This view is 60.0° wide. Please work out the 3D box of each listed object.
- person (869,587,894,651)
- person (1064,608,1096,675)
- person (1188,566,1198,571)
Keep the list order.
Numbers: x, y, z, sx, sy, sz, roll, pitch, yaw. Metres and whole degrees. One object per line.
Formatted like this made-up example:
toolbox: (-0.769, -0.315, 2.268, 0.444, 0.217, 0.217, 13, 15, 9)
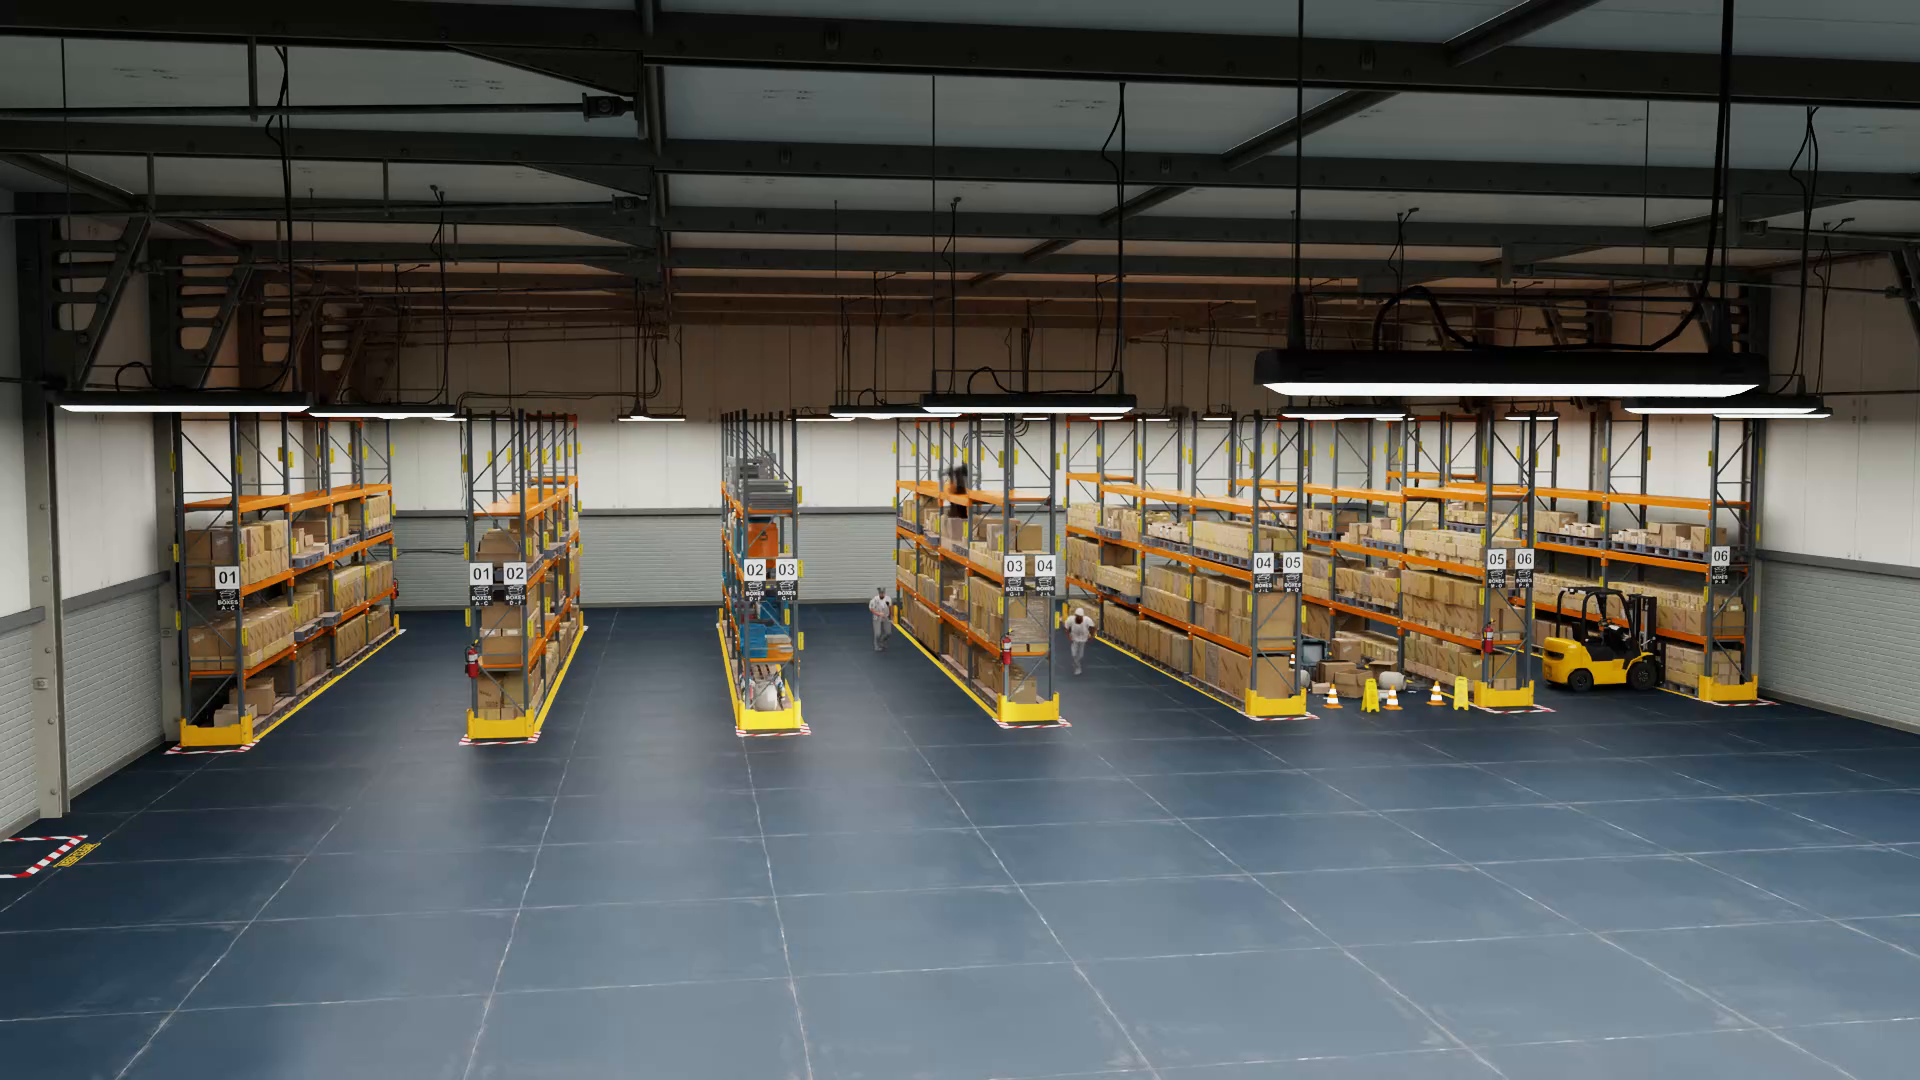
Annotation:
person: (-1.981, 1.980, 41.899, 0.651, 1.656, 0.789, -1, 4, -19)
person: (2.736, 2.300, 38.016, 0.718, 1.561, 0.993, 0, 4, 0)
person: (7.053, 1.338, 50.602, 0.686, 1.707, 0.646, 0, 4, -5)
